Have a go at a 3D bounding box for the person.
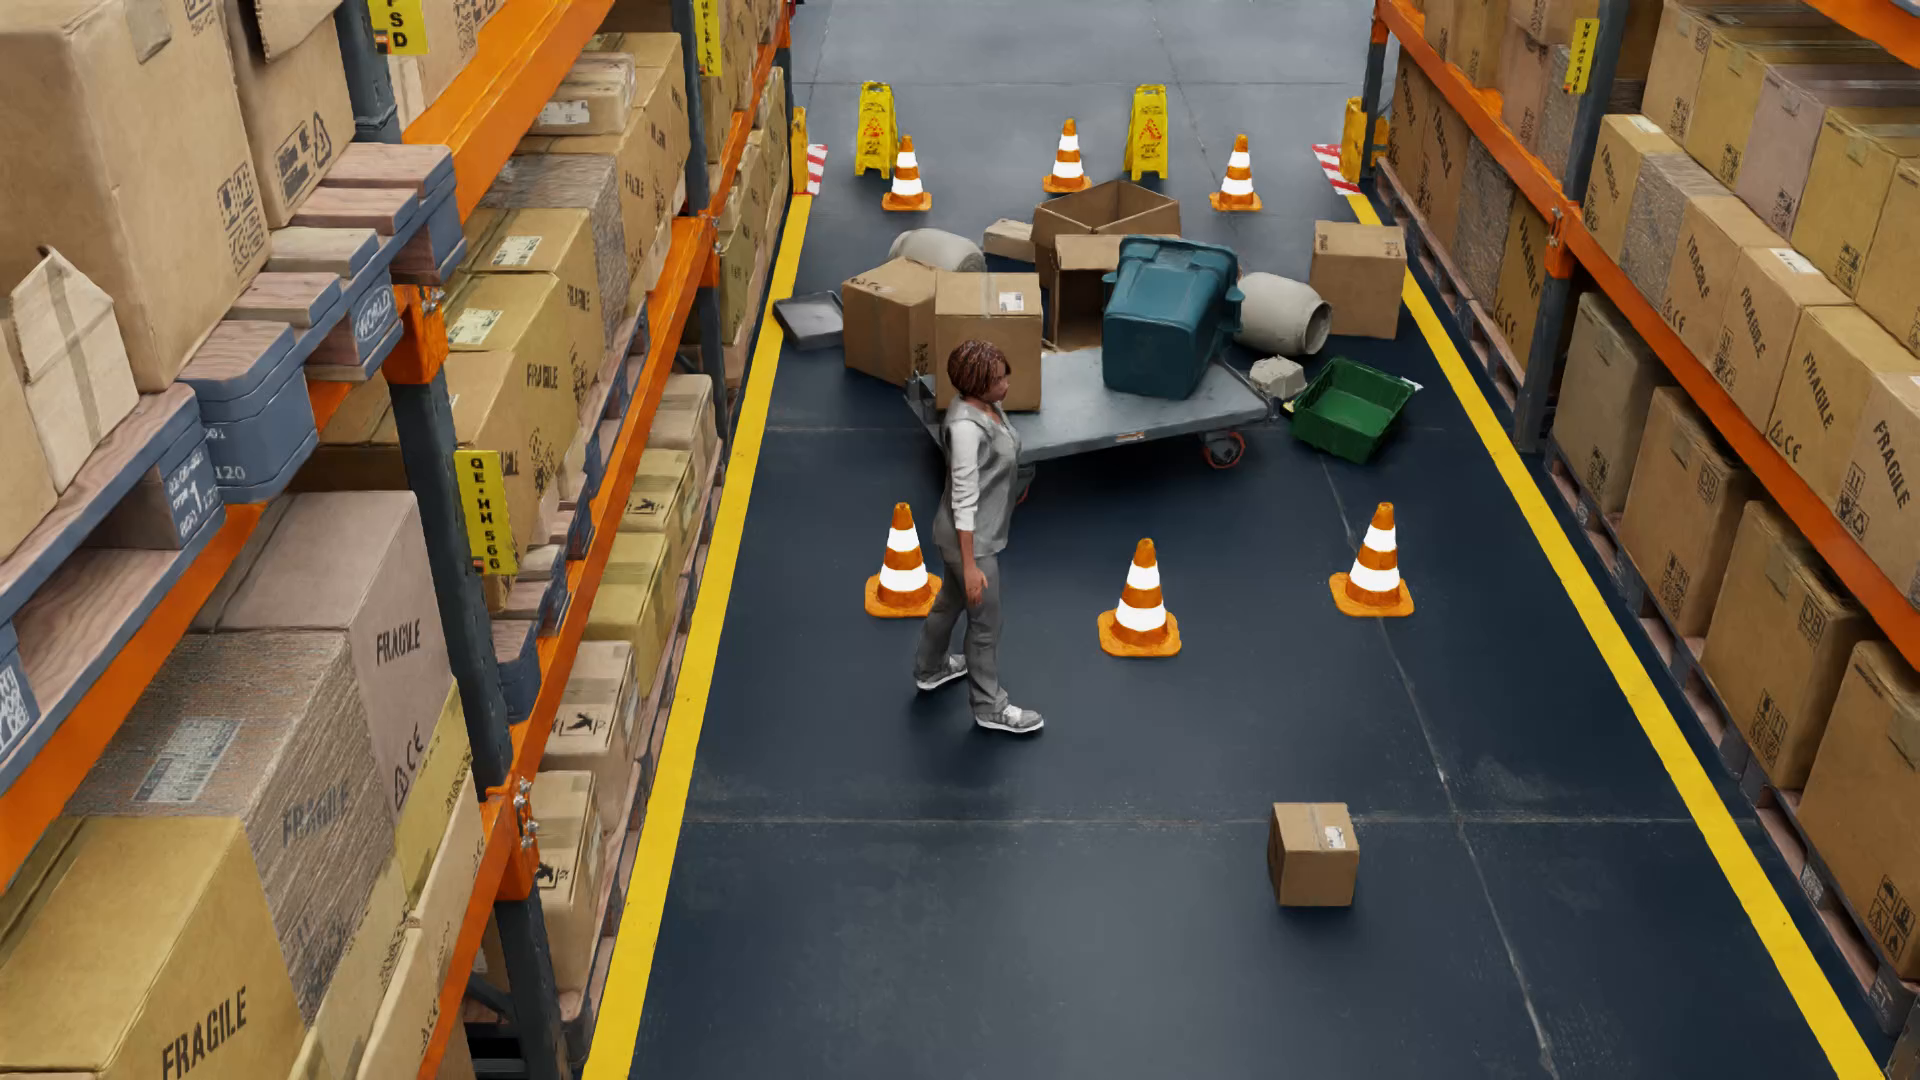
[{"bbox_3d":[0.069,-0.009,6.129,0.533,1.587,0.595,3,32,4],"label":"person"}]
